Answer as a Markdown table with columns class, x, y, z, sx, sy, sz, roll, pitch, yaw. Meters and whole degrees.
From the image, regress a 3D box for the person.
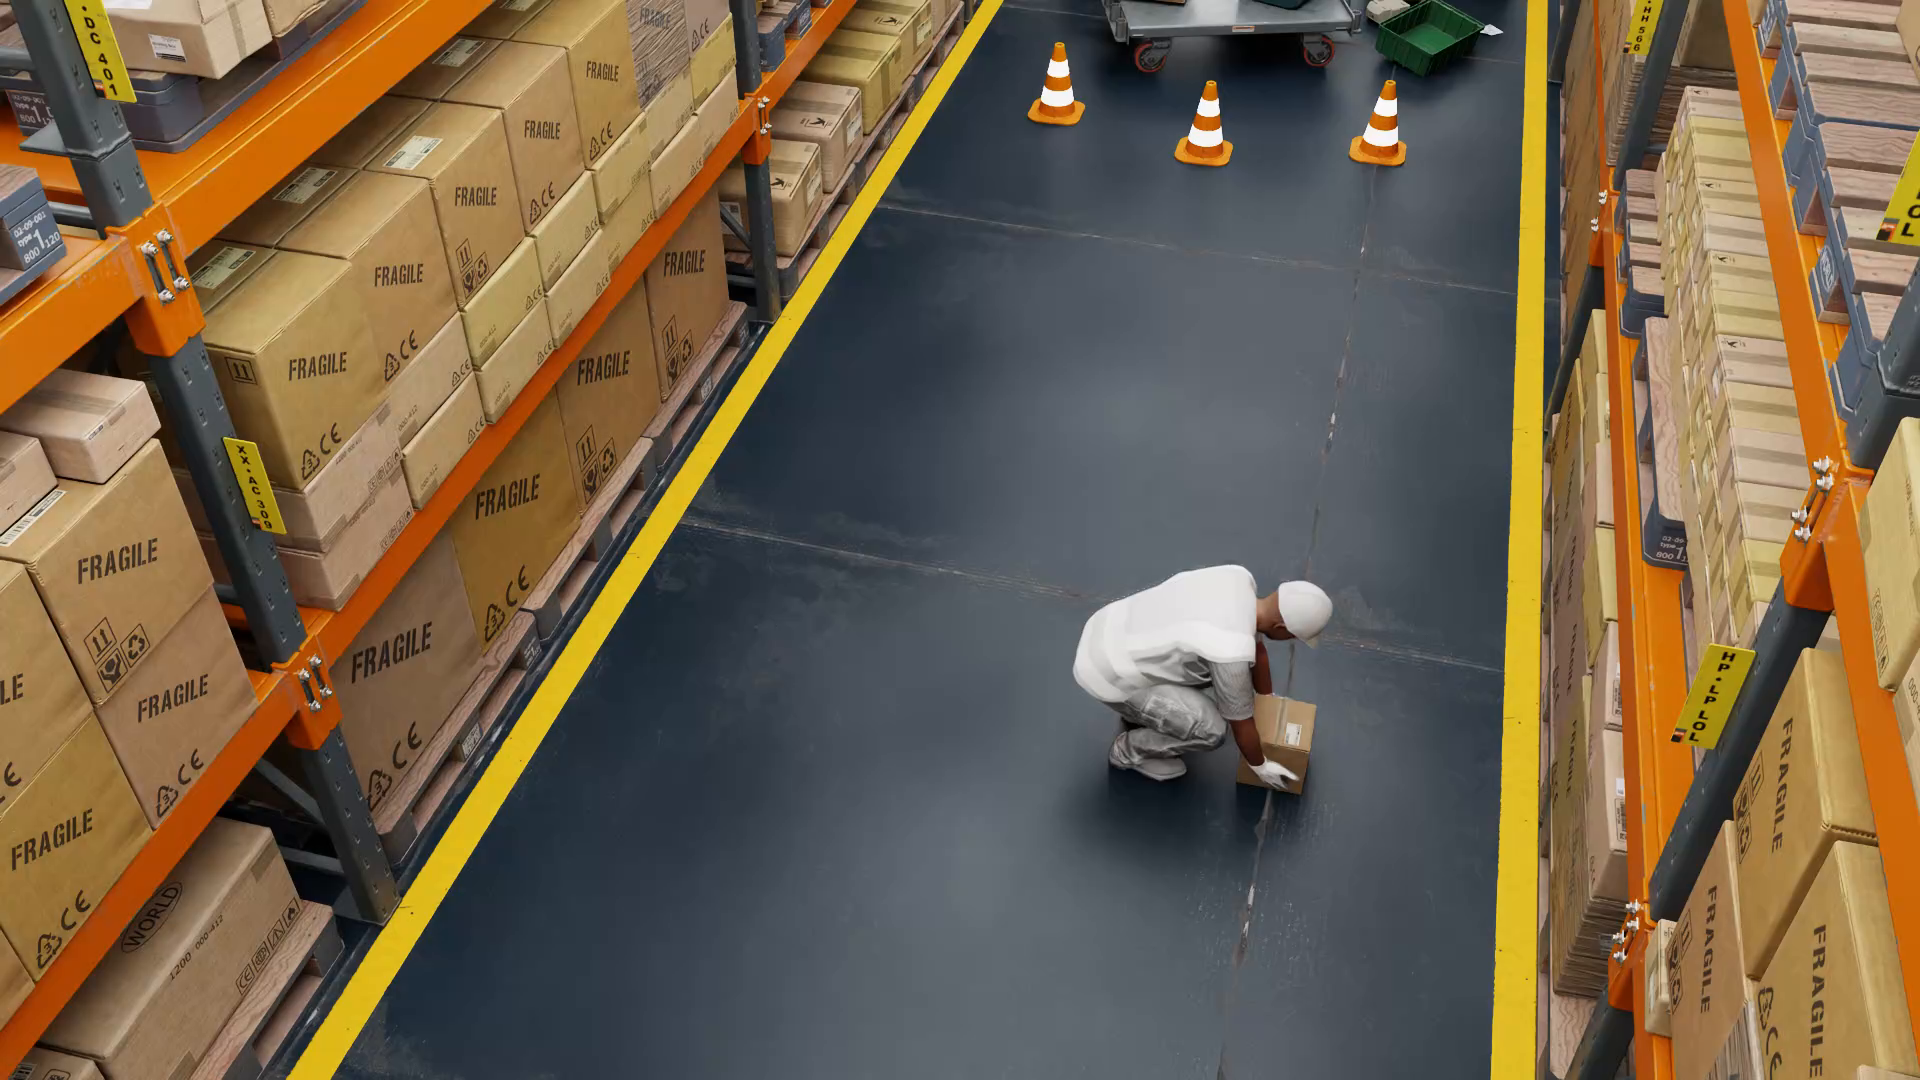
| class | x | y | z | sx | sy | sz | roll | pitch | yaw |
| --- | --- | --- | --- | --- | --- | --- | --- | --- | --- |
| person | 0.896 | 0.471 | 6.288 | 0.906 | 0.886 | 0.577 | 10 | 42 | 11 |
